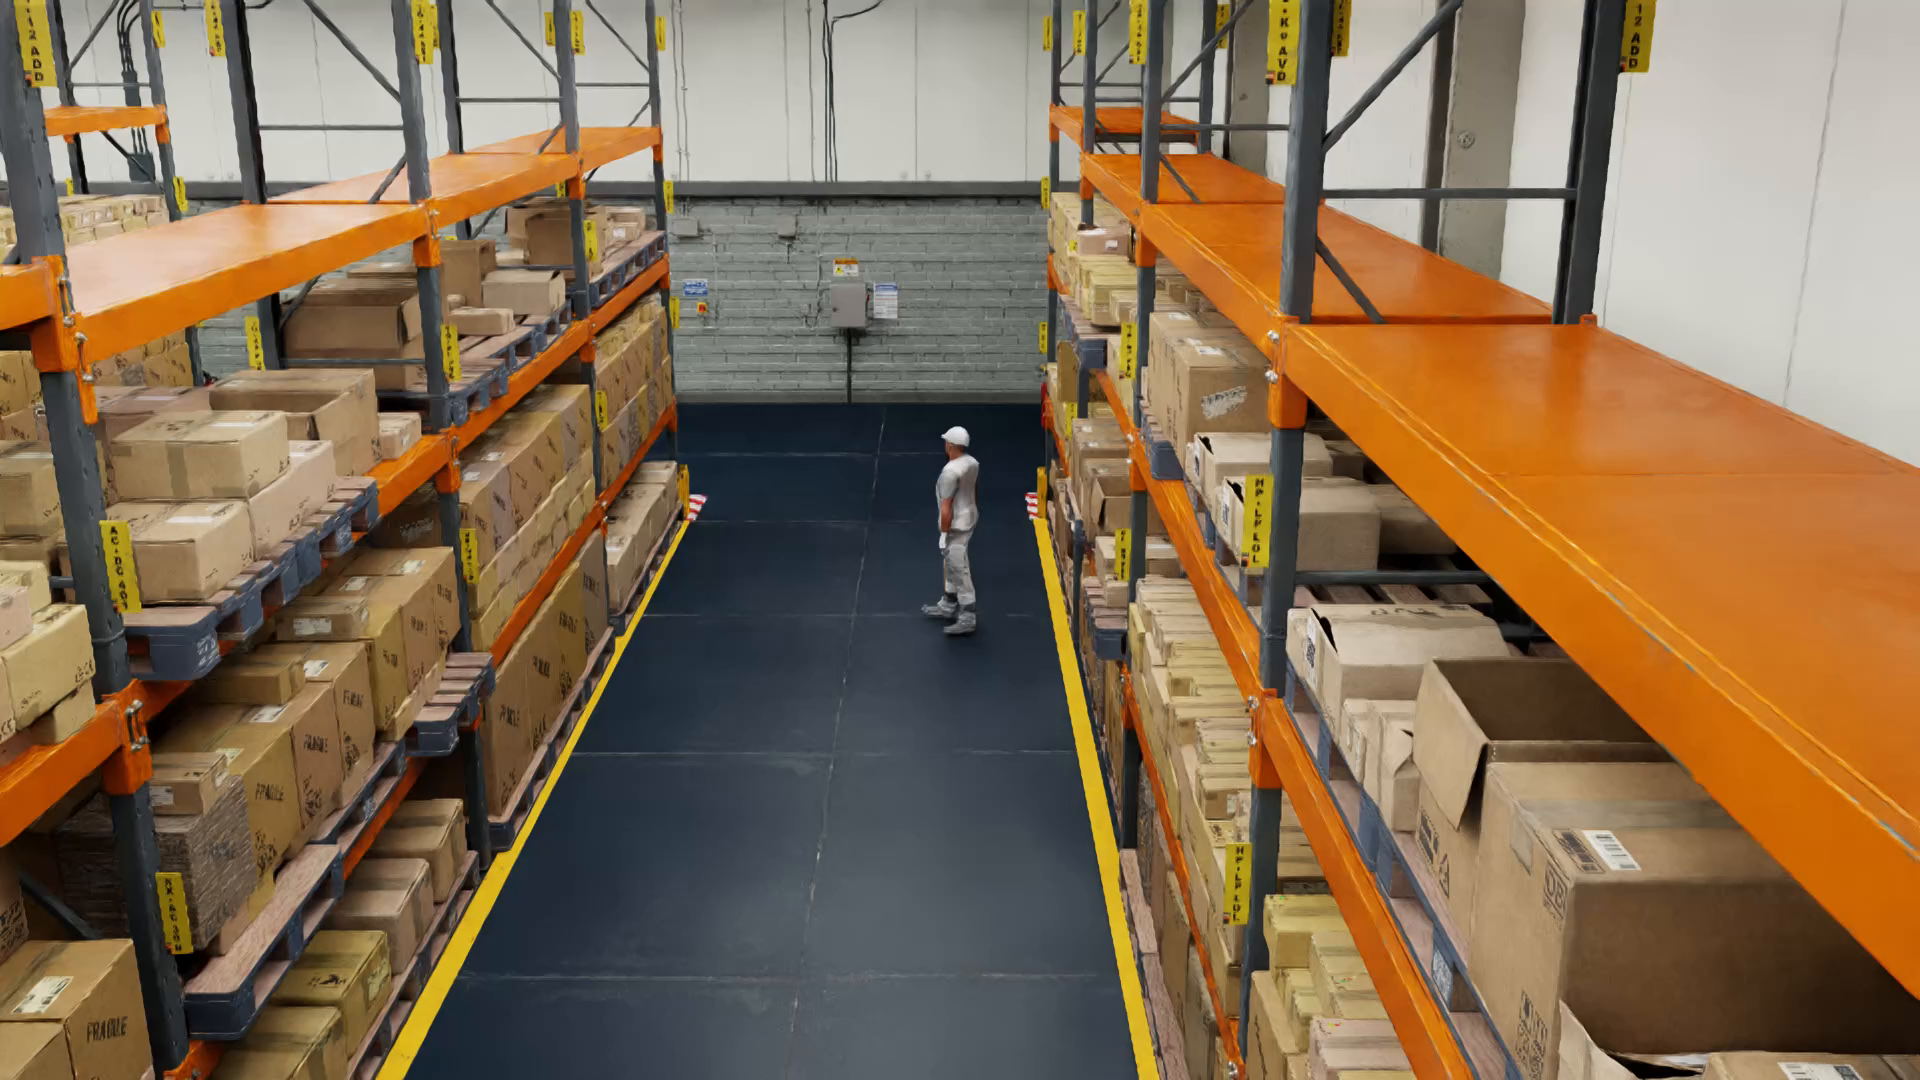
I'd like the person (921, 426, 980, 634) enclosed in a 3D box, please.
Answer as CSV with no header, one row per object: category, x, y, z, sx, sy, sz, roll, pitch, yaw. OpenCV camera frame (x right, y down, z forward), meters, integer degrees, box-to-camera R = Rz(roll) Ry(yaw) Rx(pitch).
person,-0.094,-0.128,14.434,0.610,1.783,0.755,6,18,20
